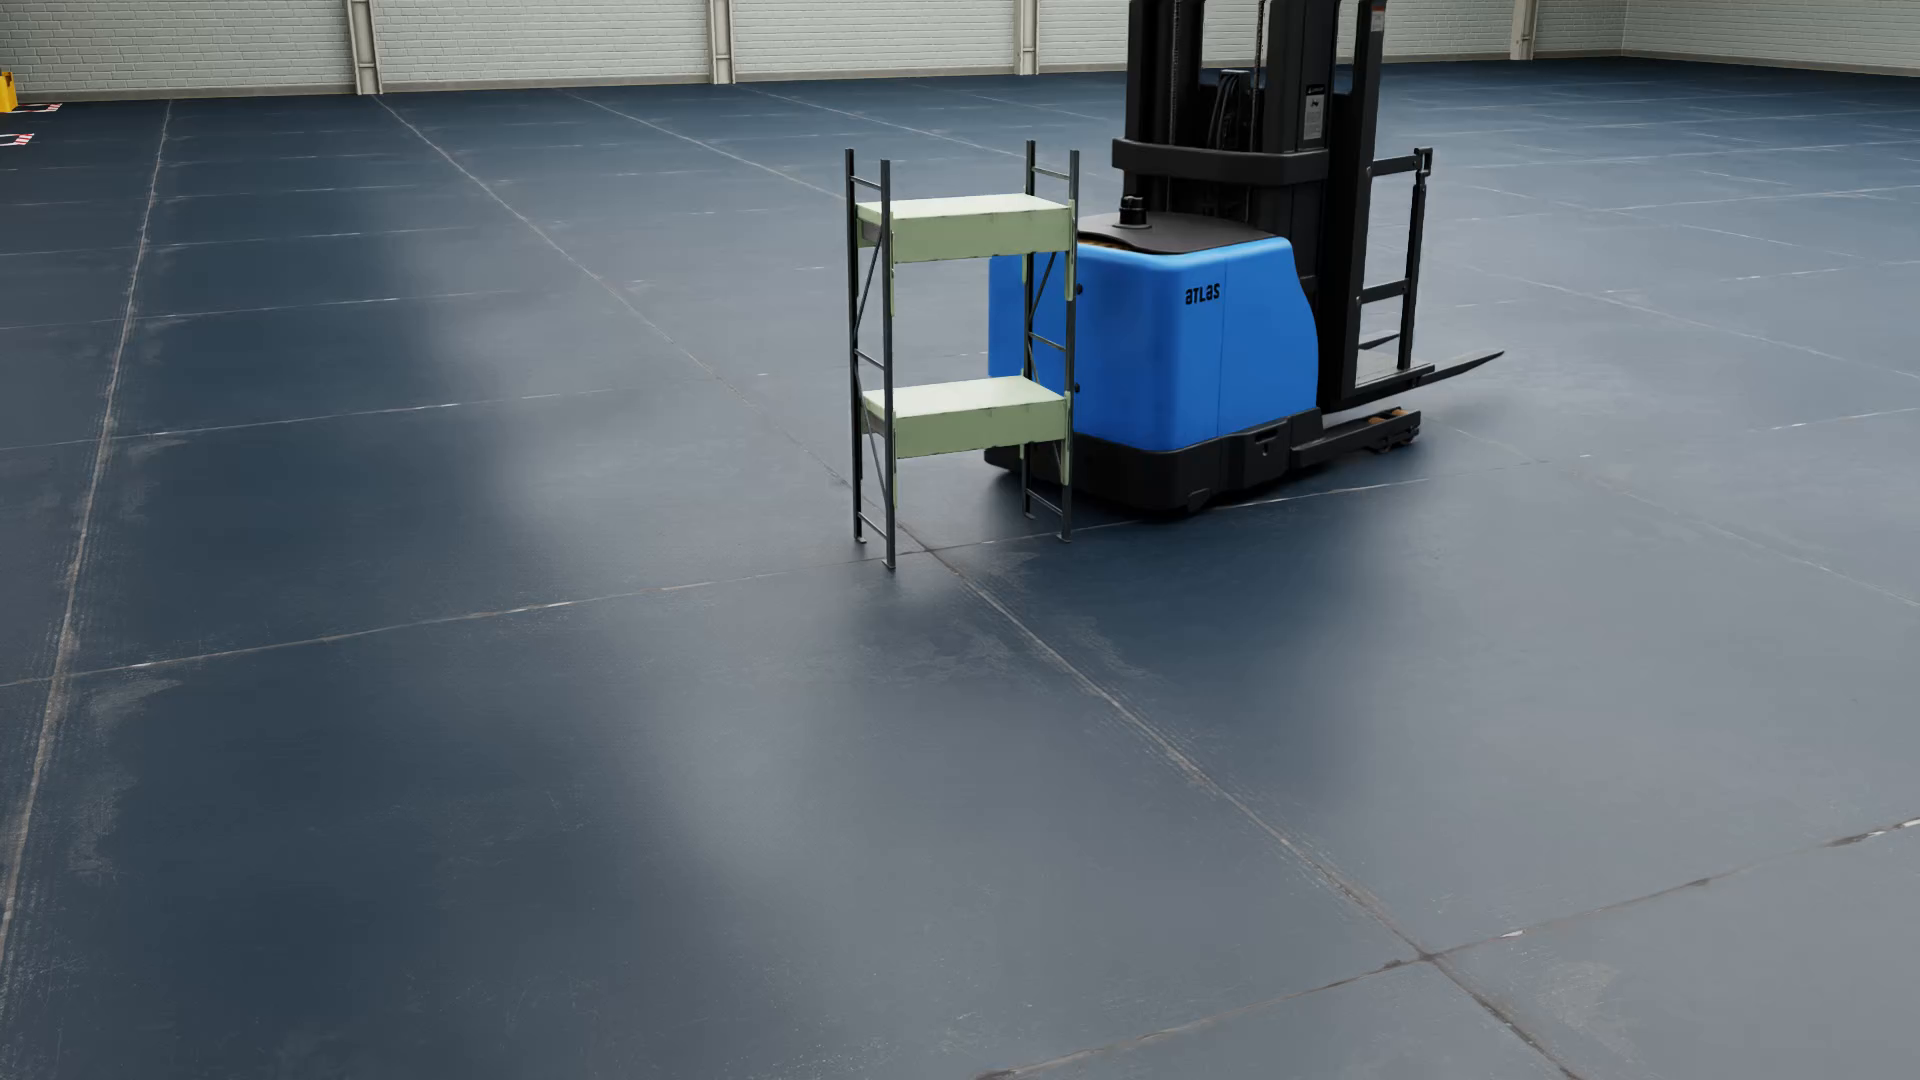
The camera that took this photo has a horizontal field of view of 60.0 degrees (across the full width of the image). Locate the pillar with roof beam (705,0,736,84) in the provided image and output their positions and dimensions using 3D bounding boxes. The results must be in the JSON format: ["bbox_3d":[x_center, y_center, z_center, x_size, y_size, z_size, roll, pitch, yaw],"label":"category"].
[{"bbox_3d":[-2.537,-11.094,24.481,0.400,9.000,9.100,-8,21,-22],"label":"pillar with roof beam"}]

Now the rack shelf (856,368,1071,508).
[{"bbox_3d":[0.006,-0.401,6.384,0.720,0.370,0.431,-8,21,-22],"label":"rack shelf"}]

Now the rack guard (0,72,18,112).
[{"bbox_3d":[-14.242,-6.639,24.626,0.348,0.500,1.175,-8,21,-22],"label":"rack guard"}]

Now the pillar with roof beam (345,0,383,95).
[{"bbox_3d":[-8.046,-10.305,22.239,0.400,9.000,9.100,-8,21,-22],"label":"pillar with roof beam"}]

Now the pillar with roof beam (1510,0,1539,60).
[{"bbox_3d":[13.991,-13.462,31.206,0.400,9.000,9.100,-8,21,-22],"label":"pillar with roof beam"}]

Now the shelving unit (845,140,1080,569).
[{"bbox_3d":[0.006,-0.708,6.275,0.755,1.500,0.431,-8,21,-22],"label":"shelving unit"}]

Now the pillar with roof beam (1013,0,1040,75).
[{"bbox_3d":[2.972,-11.883,26.723,0.400,9.000,9.100,-8,21,-22],"label":"pillar with roof beam"}]

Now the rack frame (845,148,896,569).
[{"bbox_3d":[-0.330,-0.660,6.139,0.023,1.500,0.400,-8,21,-22],"label":"rack frame"}]

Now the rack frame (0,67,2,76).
[{"bbox_3d":[-14.264,-7.815,24.202,0.127,3.000,1.000,-8,21,-22],"label":"rack frame"}]

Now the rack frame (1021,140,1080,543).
[{"bbox_3d":[0.342,-0.756,6.412,0.023,1.500,0.400,-8,21,-22],"label":"rack frame"}]

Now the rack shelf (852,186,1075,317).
[{"bbox_3d":[0.006,-1.076,6.146,0.720,0.370,0.431,-8,21,-22],"label":"rack shelf"}]

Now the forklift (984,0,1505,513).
[{"bbox_3d":[1.517,-1.891,7.480,3.031,2.935,1.130,-18,26,-41],"label":"forklift"}]
